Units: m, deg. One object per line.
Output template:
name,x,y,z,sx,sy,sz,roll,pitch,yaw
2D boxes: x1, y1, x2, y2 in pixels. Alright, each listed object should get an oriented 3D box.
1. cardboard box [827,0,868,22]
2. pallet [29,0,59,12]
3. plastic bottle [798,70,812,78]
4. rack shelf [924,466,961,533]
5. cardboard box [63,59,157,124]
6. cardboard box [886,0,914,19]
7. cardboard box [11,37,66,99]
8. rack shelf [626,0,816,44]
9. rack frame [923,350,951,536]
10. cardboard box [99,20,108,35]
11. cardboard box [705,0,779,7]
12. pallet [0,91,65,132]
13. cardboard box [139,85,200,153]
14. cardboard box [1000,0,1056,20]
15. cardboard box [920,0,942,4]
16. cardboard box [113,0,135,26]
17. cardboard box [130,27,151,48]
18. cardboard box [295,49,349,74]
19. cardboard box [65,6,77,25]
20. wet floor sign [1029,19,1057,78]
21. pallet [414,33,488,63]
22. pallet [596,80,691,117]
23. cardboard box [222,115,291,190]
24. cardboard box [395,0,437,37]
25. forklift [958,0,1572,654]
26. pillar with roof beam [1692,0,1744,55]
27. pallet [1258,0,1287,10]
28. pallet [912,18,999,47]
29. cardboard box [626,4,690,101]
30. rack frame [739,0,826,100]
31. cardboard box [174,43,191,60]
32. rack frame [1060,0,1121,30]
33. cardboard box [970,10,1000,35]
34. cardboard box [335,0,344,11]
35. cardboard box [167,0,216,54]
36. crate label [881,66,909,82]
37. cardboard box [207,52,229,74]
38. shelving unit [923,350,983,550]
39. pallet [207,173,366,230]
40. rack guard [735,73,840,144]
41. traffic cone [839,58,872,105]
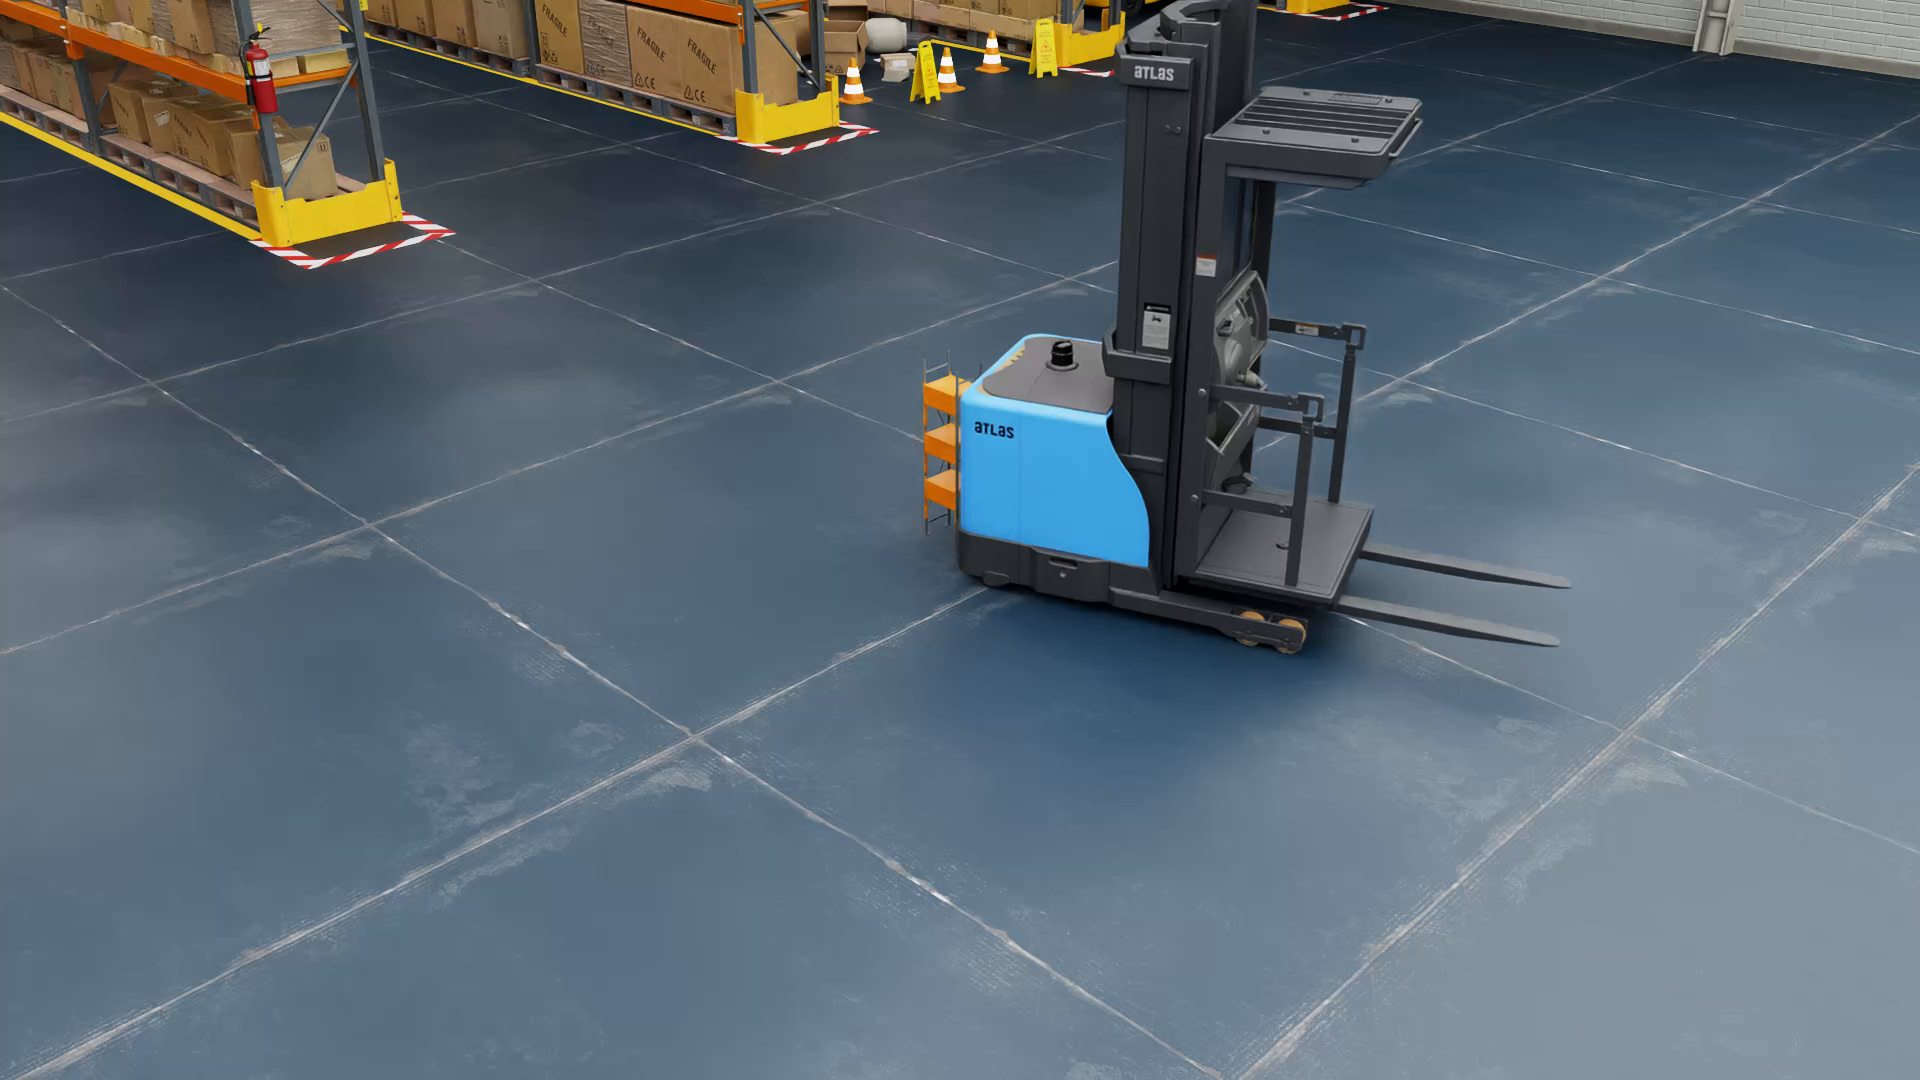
cardboard box,-1.442,-6.673,21.400,0.500,0.500,0.500,-3,28,-5
pallet,-8.643,-5.503,16.699,1.213,0.211,1.003,25,36,38
plastic bottle,-1.801,-5.514,19.671,0.283,0.061,0.133,12,30,22
rack shelf,-0.038,-0.227,9.173,0.240,0.259,0.215,25,36,38
cardboard box,-8.622,-4.586,16.962,0.500,0.500,0.700,21,34,35
cardboard box,-0.632,-7.096,22.024,0.500,0.250,0.500,-23,35,-36
cardboard box,-9.747,-5.113,17.963,0.700,0.500,0.500,-22,35,-35
rack shelf,-3.224,-5.933,18.082,4.000,0.370,1.077,25,36,38
rack frame,-0.125,-0.522,9.115,0.008,1.050,0.200,25,36,38
cardboard box,-7.705,-4.773,15.373,0.250,0.149,0.380,25,36,38
cardboard box,-2.094,-5.771,16.841,0.550,0.550,0.875,25,36,38
pallet,-9.630,-4.708,17.977,1.213,0.211,1.003,25,36,38
cardboard box,-7.529,-4.042,15.948,0.500,0.500,0.500,-13,31,-24
cardboard box,0.846,-6.750,20.561,0.500,0.500,0.500,25,37,39
cardboard box,-0.262,-7.257,21.527,0.500,0.500,0.500,-23,35,-37
cardboard box,-7.163,-4.995,15.098,0.500,0.500,0.875,25,36,38
cardboard box,-7.178,-4.524,14.901,0.250,0.149,0.380,25,36,38
cardboard box,-5.383,-4.046,13.992,0.250,0.149,0.380,25,36,38
cardboard box,-8.257,-5.009,15.824,0.250,0.149,0.380,25,36,38
wet floor sign,0.986,-5.815,19.616,0.267,0.644,0.232,-13,30,-22
pallet,-6.127,-6.294,20.993,1.213,0.211,1.003,25,36,38
pallet,-3.289,-4.997,18.527,1.213,0.211,1.003,25,36,38
cardboard box,-6.231,-3.458,14.838,0.500,0.500,0.500,-15,31,-27
cardboard box,-6.506,-6.886,21.089,1.050,0.750,0.750,-25,36,-38
forklift,1.554,-1.020,8.041,3.031,2.935,1.130,11,30,20
pillar with roof beam,6.473,-8.718,16.160,0.400,9.000,9.100,25,36,38
pallet,4.503,-7.924,24.093,1.213,0.211,1.003,25,36,38
pallet,0.126,-6.740,21.840,1.213,0.211,1.003,25,36,38
cardboard box,-2.957,-5.330,17.994,0.875,0.875,0.875,24,36,38
rack frame,-1.798,-5.598,16.674,0.127,3.000,1.000,25,36,38
cardboard box,-6.598,-4.301,14.477,0.250,0.149,0.380,25,36,38
rack frame,1.601,-7.274,19.861,0.127,3.000,1.000,25,36,38
cardboard box,0.472,-6.589,21.061,0.500,0.250,0.500,25,37,39
cardboard box,-8.155,-7.416,22.366,0.500,0.500,0.500,24,36,38
cardboard box,-6.161,-4.473,14.107,0.500,0.500,0.875,25,36,38
crate label,-0.750,-5.476,19.517,0.298,0.136,0.250,7,29,13
cardboard box,-6.087,-4.045,13.989,0.250,0.149,0.380,25,36,38
shelving unit,-0.038,-0.482,9.039,0.252,1.050,0.215,25,36,38
pallet,-5.956,-3.053,14.829,1.213,0.211,1.003,25,36,38
rack guard,-1.781,-4.484,17.241,0.348,0.500,1.175,25,36,38
traffic cone,-1.181,-5.120,18.490,0.334,0.463,0.336,25,36,38
